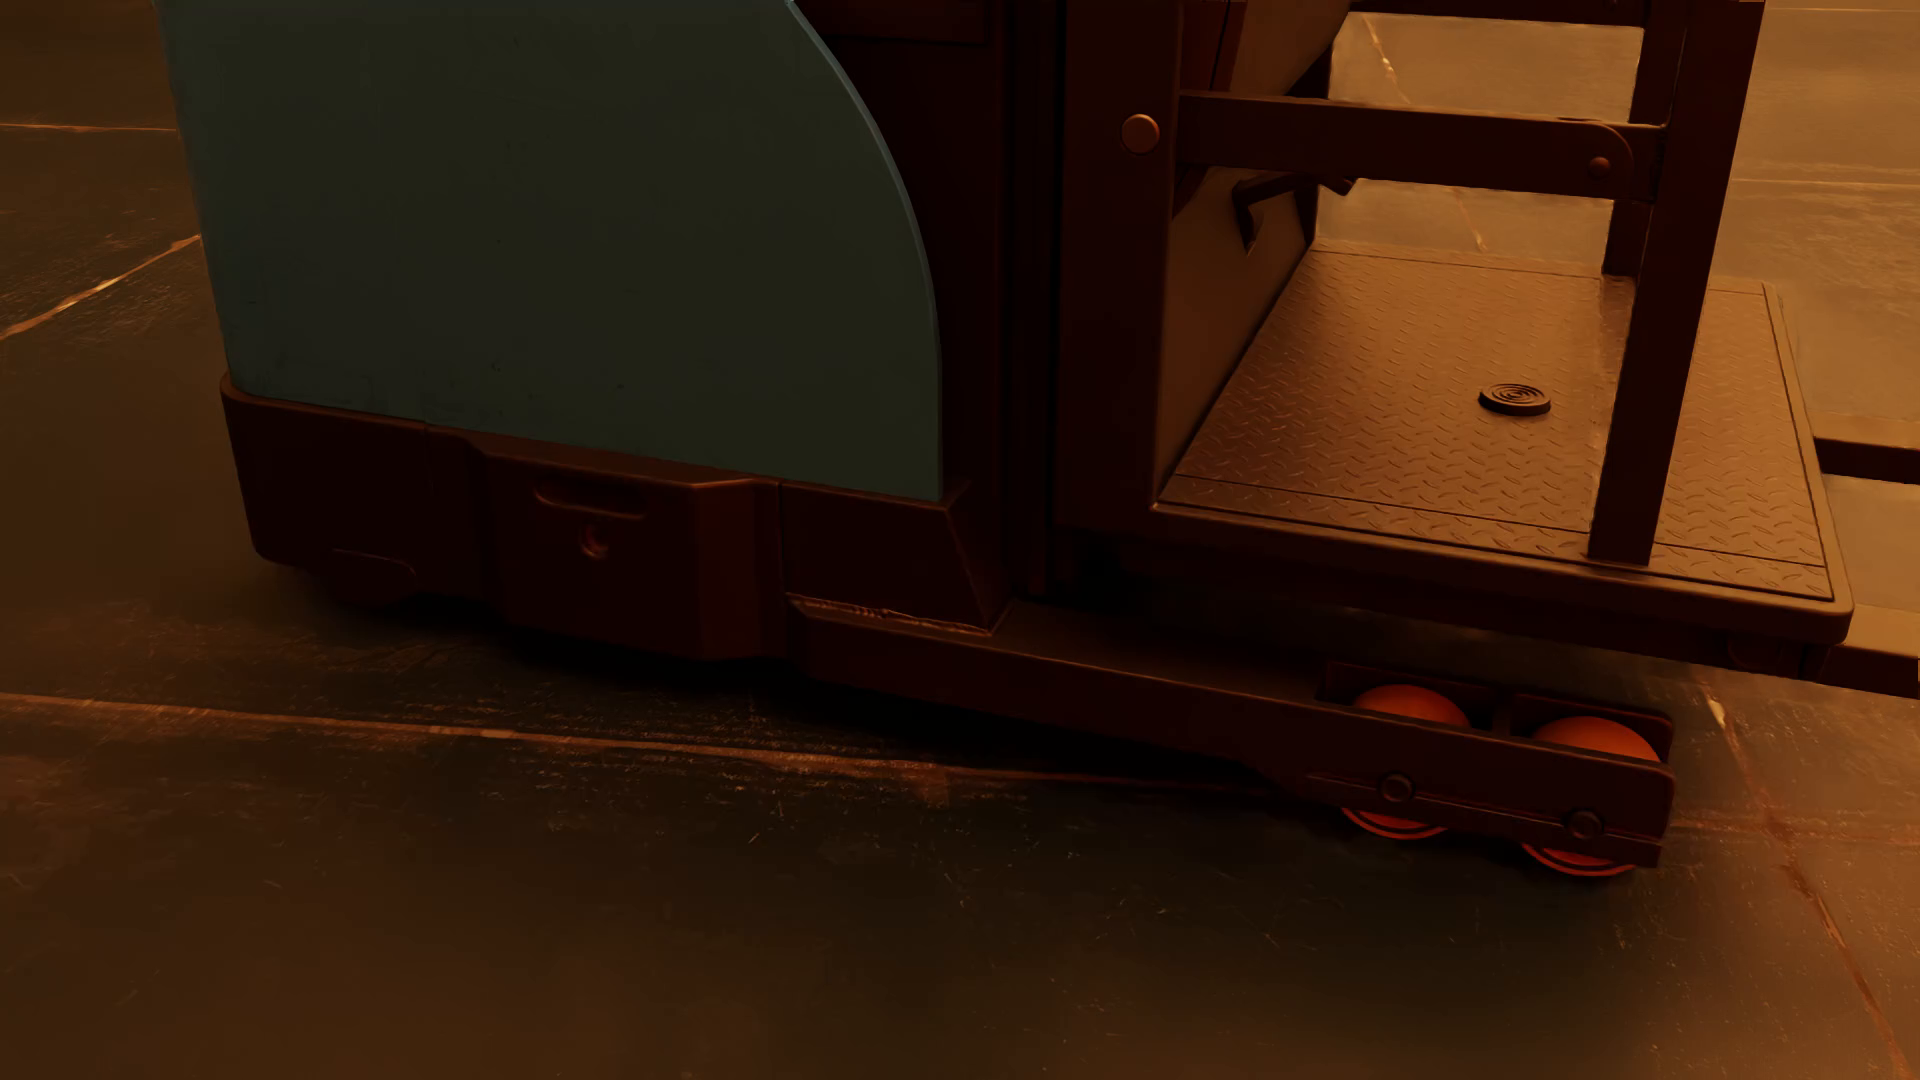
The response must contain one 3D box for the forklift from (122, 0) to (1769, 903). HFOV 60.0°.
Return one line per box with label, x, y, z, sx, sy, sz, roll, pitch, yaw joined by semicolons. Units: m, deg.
forklift;0.427;-1.515;2.255;1.130;2.935;3.031;24;35;39
